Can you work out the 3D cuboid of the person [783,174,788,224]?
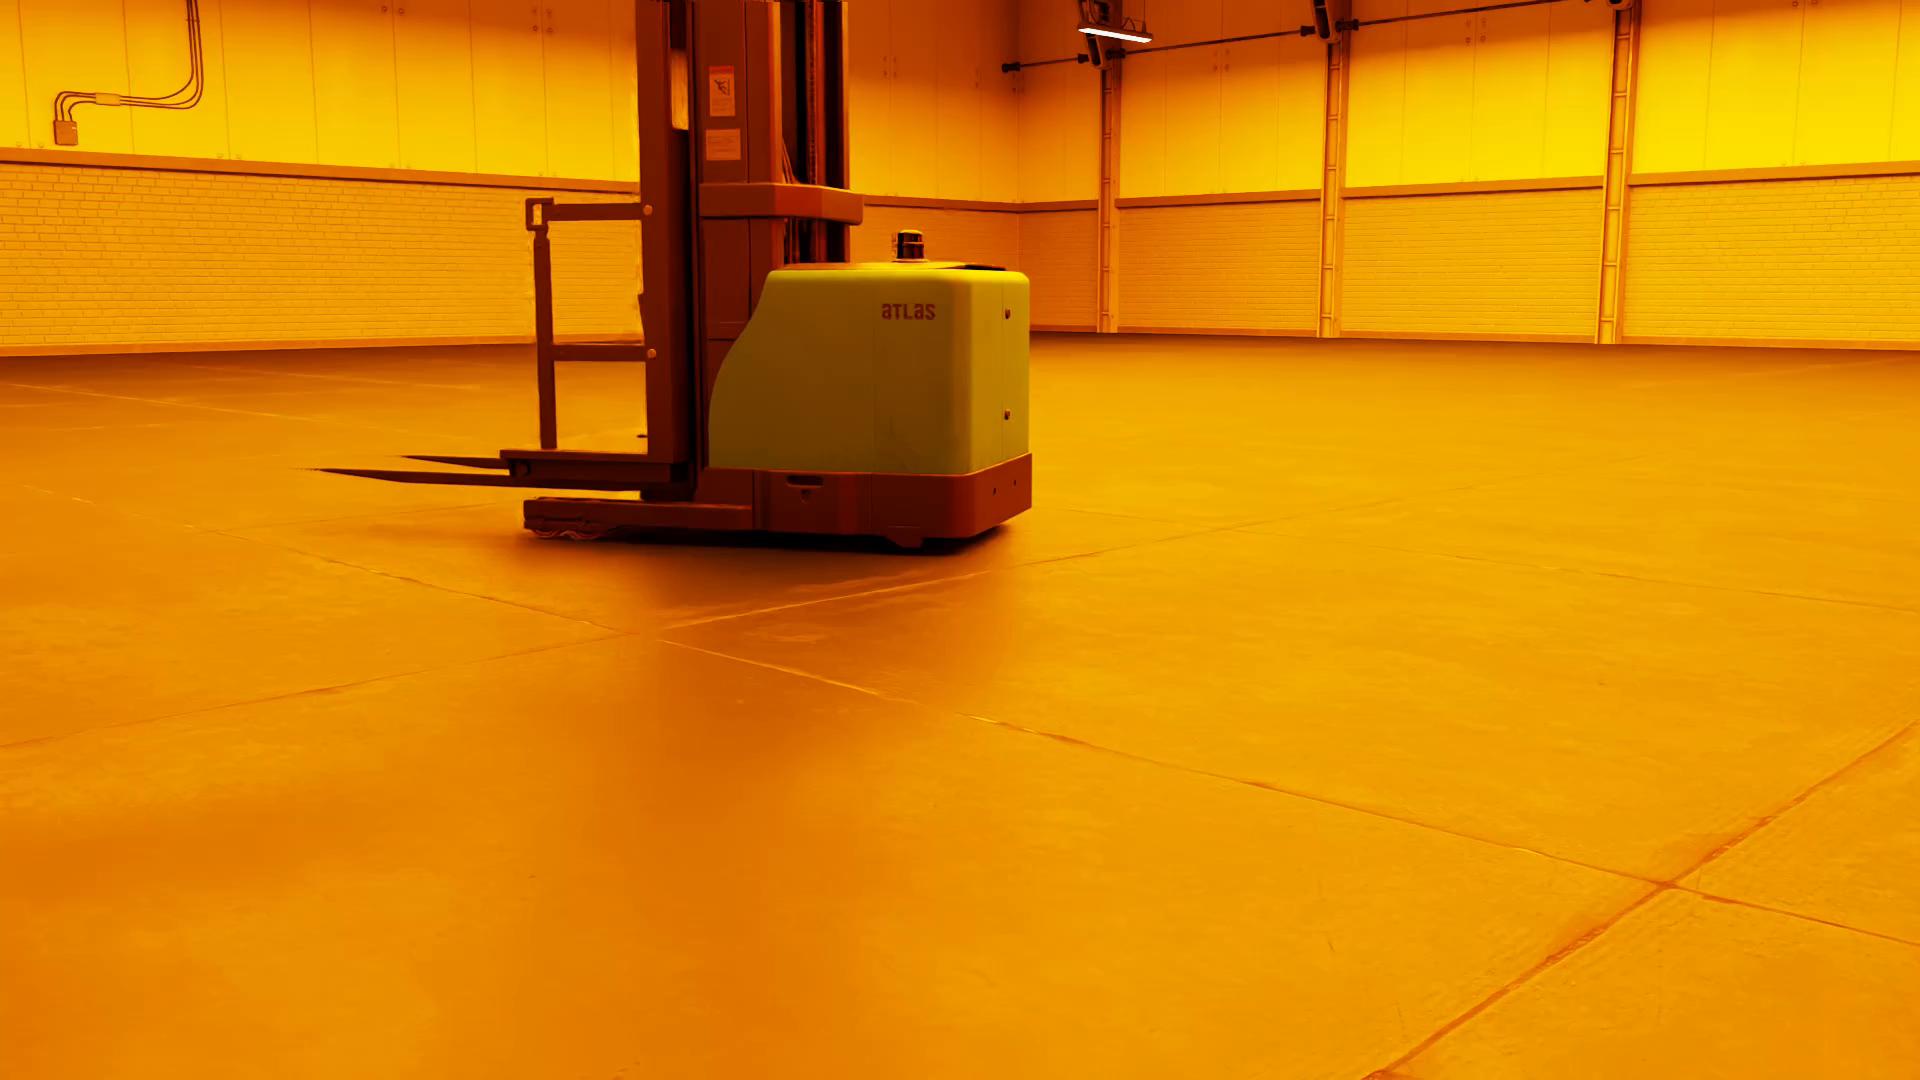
[{"bbox_3d":[-0.933,-1.047,7.378,0.686,1.724,0.936,-4,10,-27],"label":"person"}]

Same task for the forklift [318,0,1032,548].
[{"bbox_3d":[-1.267,-1.520,6.968,3.031,2.935,1.130,3,9,17],"label":"forklift"}]
